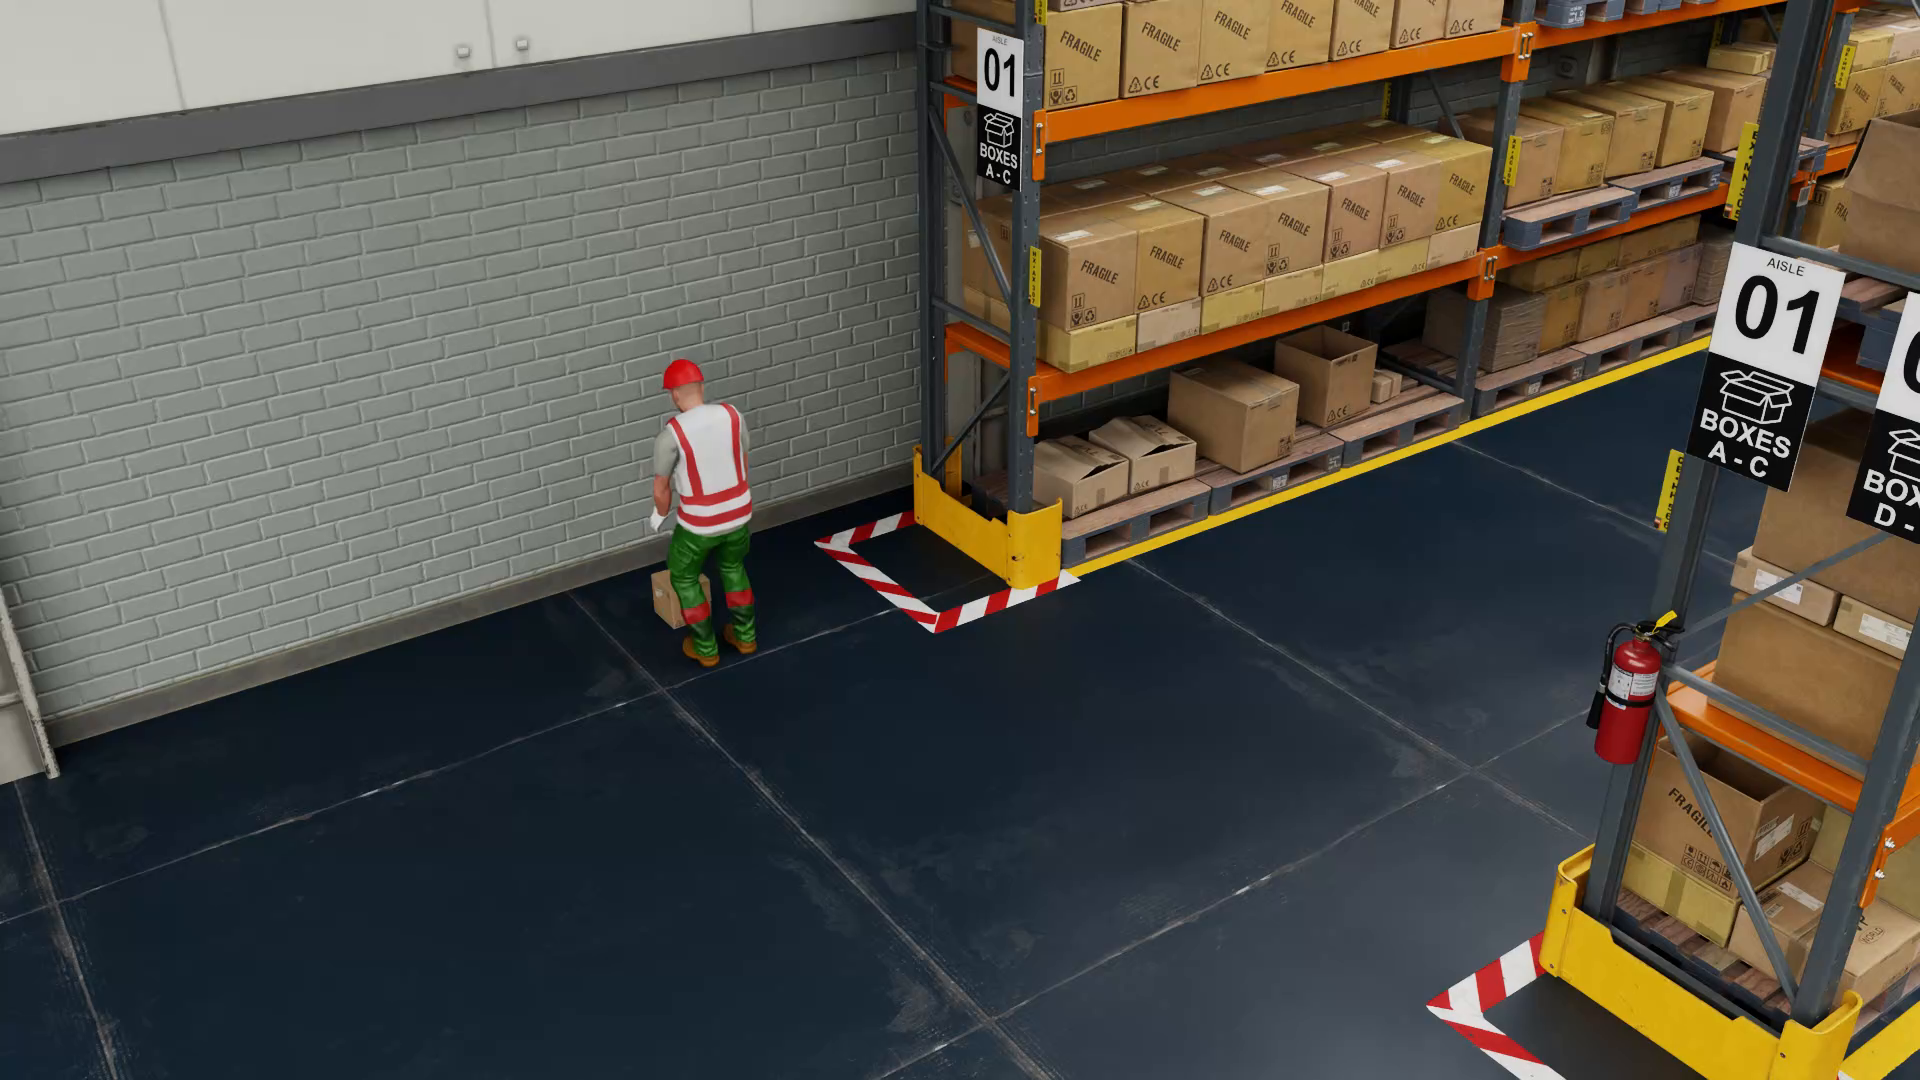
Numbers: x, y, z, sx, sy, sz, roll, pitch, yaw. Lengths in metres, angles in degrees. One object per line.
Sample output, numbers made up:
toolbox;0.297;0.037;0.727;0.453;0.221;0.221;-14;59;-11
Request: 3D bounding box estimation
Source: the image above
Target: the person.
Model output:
person;-1.379;-0.136;8.933;0.551;1.712;0.496;-18;33;-29
